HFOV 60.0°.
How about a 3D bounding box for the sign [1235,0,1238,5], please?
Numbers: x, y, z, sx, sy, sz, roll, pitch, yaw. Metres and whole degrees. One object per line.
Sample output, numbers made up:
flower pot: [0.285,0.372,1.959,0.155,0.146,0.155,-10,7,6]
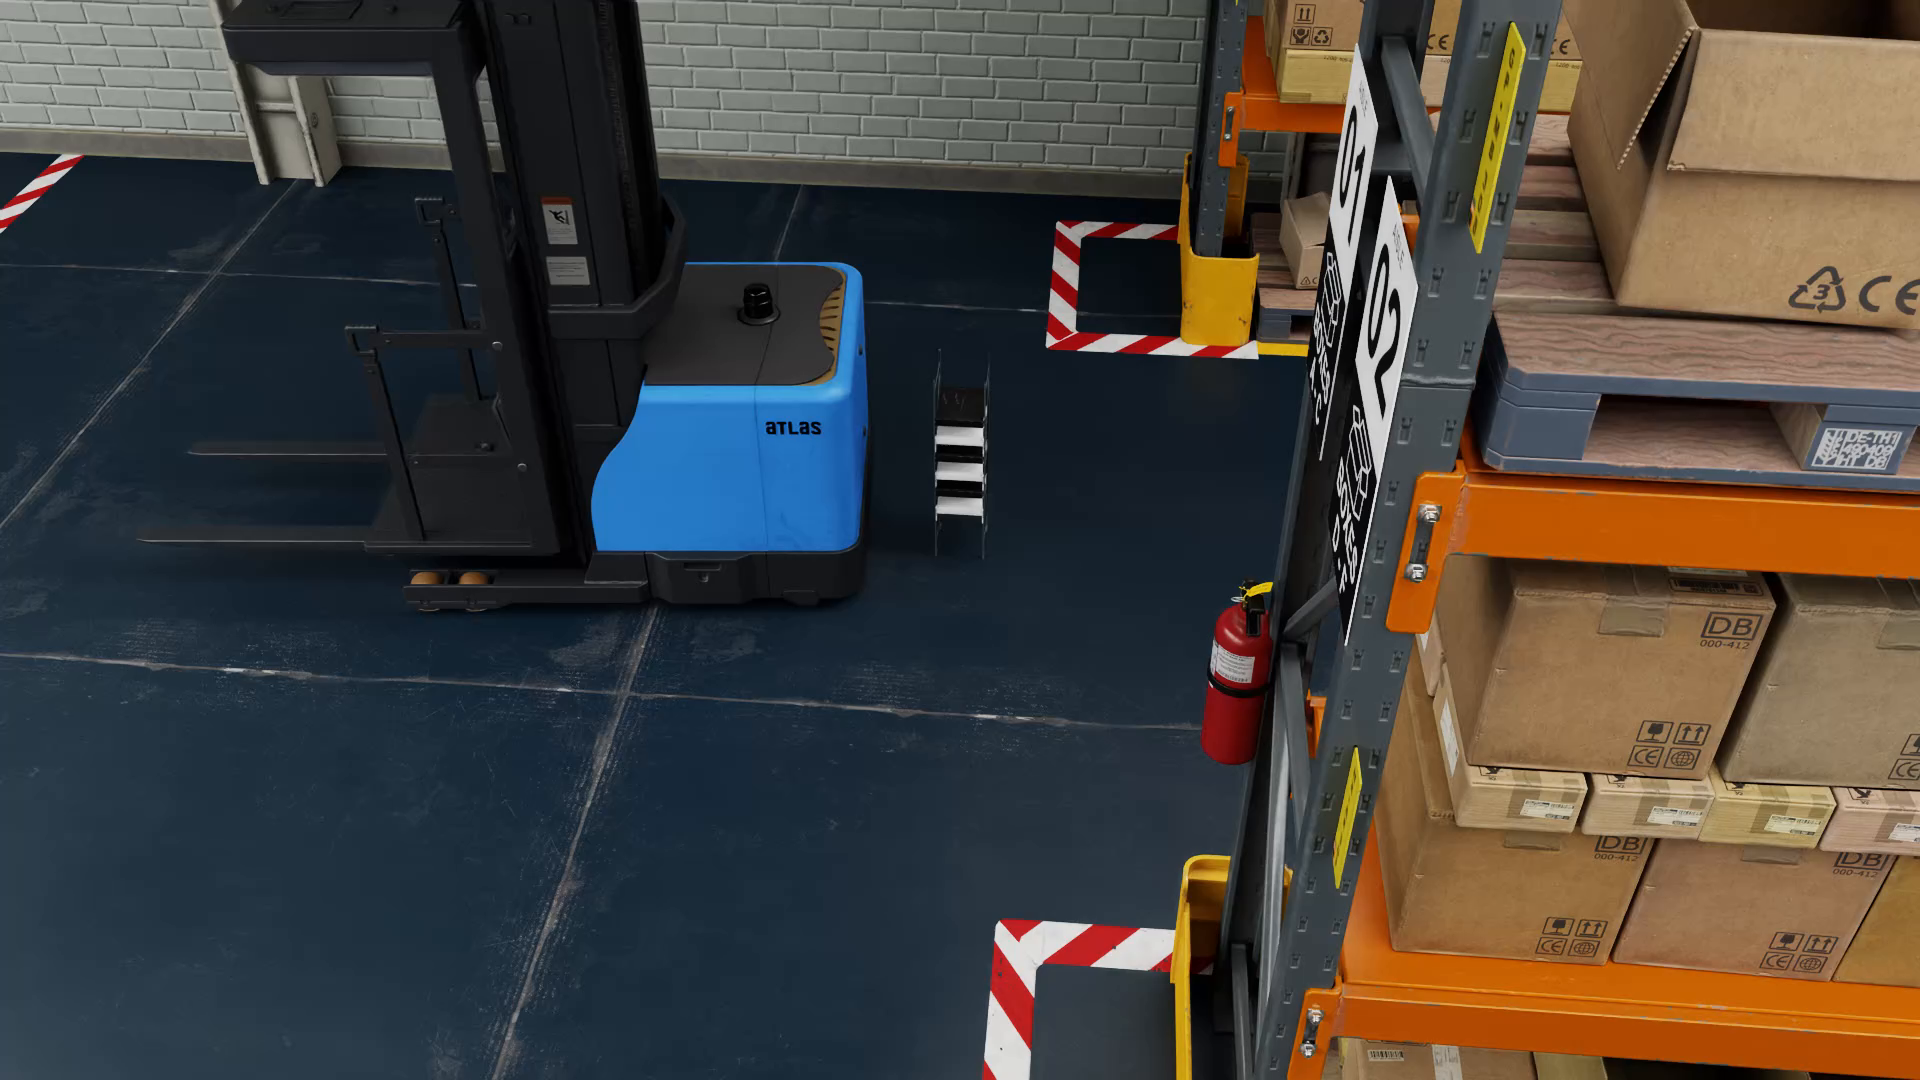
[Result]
sign: [1.226,-2.518,7.282,0.005,0.325,0.100,3,39,4]

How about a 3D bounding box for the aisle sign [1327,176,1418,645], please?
aisle sign: [0.757,-0.227,3.094,0.004,0.787,0.394,3,39,4]

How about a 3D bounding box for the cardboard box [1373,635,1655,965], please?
cardboard box: [1.313,0.587,4.074,0.500,0.500,0.700,3,39,4]

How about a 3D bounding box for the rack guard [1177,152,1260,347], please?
rack guard: [1.348,-1.550,8.758,0.348,0.500,1.175,3,39,4]

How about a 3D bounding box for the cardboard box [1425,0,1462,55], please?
cardboard box: [2.214,-2.516,7.474,0.500,0.500,0.500,3,39,4]

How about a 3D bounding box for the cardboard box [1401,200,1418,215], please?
cardboard box: [2.522,-1.526,8.530,0.500,0.311,0.500,6,40,8]

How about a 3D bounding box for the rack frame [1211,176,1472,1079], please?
rack frame: [0.849,0.592,4.147,0.127,3.000,1.000,3,39,4]

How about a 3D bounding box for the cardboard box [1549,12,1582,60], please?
cardboard box: [2.728,-2.484,7.434,0.500,0.500,0.500,2,39,2]

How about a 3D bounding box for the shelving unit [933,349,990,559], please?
shelving unit: [0.008,-0.349,6.965,0.210,0.900,0.258,3,39,4]

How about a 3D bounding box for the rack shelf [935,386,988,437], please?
rack shelf: [0.008,-0.532,6.816,0.200,0.077,0.258,3,39,4]

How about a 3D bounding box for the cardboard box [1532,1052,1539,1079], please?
cardboard box: [1.862,1.689,4.644,0.500,0.250,0.500,3,39,4]

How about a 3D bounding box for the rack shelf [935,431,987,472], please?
rack shelf: [0.008,-0.393,6.930,0.200,0.077,0.258,3,39,4]

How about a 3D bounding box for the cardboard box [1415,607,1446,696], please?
cardboard box: [1.246,0.203,4.032,0.250,0.149,0.380,3,39,3]

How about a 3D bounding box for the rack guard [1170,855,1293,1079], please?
rack guard: [0.825,1.560,4.937,0.348,0.500,1.175,3,39,4]

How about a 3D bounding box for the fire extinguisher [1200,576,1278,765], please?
fire extinguisher: [0.771,0.323,4.538,0.183,0.674,0.296,3,39,4]

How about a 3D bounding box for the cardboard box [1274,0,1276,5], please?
cardboard box: [1.761,-2.872,7.911,0.500,0.500,0.500,3,39,3]

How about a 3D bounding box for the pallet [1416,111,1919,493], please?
pallet: [1.551,-0.482,3.160,1.213,0.211,1.003,3,39,4]

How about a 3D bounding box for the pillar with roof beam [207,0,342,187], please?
pillar with roof beam: [-4.304,-2.976,3.777,0.400,9.000,9.100,3,39,4]

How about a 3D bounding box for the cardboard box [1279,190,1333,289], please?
cardboard box: [1.954,-1.557,8.569,0.500,0.311,0.500,-1,39,-1]

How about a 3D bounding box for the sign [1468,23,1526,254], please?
sign: [0.795,-0.592,2.470,0.005,0.325,0.100,3,39,4]

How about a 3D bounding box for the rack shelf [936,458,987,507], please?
rack shelf: [0.008,-0.253,7.043,0.200,0.077,0.258,3,39,4]

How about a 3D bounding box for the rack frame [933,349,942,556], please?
rack frame: [-0.093,-0.354,6.972,0.006,0.900,0.240,3,39,4]

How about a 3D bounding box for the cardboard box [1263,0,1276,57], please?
cardboard box: [1.755,-2.570,8.134,0.500,0.250,0.500,4,39,4]

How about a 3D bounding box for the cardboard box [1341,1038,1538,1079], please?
cardboard box: [1.364,1.665,4.674,0.500,0.250,0.500,3,39,4]

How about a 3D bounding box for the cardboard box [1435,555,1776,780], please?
cardboard box: [1.366,0.086,3.661,0.500,0.500,0.700,3,39,4]

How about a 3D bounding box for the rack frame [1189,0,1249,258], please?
rack frame: [1.273,-2.524,7.974,0.127,3.000,1.000,3,39,4]

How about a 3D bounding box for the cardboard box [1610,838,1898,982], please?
cardboard box: [1.836,0.612,4.043,0.500,0.500,0.700,4,39,5]

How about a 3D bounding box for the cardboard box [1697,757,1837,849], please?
cardboard box: [1.733,0.486,3.684,0.250,0.149,0.380,3,39,4]

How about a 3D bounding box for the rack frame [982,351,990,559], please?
rack frame: [0.109,-0.343,6.959,0.006,0.900,0.240,3,39,4]

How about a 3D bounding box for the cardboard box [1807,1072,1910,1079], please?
cardboard box: [2.362,1.419,4.382,0.500,0.500,0.500,3,39,4]

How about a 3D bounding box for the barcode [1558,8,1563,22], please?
barcode: [1.191,-1.083,3.369,0.075,0.075,0.001,3,39,4]

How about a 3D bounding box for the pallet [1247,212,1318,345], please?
pallet: [2.155,-1.372,8.768,1.213,0.211,1.003,3,39,4]

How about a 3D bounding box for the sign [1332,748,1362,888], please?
sign: [0.795,0.574,3.420,0.005,0.325,0.100,3,39,4]

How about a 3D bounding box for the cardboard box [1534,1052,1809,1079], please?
cardboard box: [1.862,1.400,4.406,0.500,0.500,0.500,3,39,4]

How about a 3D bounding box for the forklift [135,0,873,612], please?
forklift: [-1.913,-1.175,6.372,3.031,2.935,1.130,0,39,0]

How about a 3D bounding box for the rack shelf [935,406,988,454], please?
rack shelf: [0.008,-0.462,6.873,0.200,0.077,0.258,3,39,4]

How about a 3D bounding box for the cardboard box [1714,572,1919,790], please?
cardboard box: [1.890,0.112,3.630,0.500,0.500,0.700,2,39,3]

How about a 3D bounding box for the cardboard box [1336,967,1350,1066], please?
cardboard box: [1.409,1.339,5.075,0.500,0.250,0.500,3,39,4]

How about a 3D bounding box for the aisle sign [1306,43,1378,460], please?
aisle sign: [0.809,-0.605,3.557,0.004,0.787,0.394,3,39,4]

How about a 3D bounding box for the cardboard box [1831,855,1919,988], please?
cardboard box: [2.331,0.643,4.005,0.500,0.500,0.700,3,39,4]

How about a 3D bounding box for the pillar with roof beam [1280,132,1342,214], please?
pillar with roof beam: [1.673,-2.649,3.376,0.400,9.000,9.100,3,39,4]

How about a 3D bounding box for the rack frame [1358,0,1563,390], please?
rack frame: [0.849,-1.735,2.253,0.127,3.000,1.000,3,39,4]

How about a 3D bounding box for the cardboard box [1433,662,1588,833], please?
cardboard box: [1.221,0.458,3.718,0.250,0.149,0.380,3,39,4]

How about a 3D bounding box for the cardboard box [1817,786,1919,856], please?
cardboard box: [1.984,0.501,3.666,0.250,0.149,0.380,3,39,3]

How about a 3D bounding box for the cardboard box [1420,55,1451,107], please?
cardboard box: [2.250,-2.228,7.714,0.500,0.250,0.500,2,39,2]

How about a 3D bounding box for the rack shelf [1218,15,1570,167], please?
rack shelf: [3.265,-2.136,8.068,4.000,0.370,1.077,3,39,4]

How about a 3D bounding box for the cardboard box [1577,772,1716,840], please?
cardboard box: [1.485,0.471,3.702,0.250,0.149,0.380,2,39,3]

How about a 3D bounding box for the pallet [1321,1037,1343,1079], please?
pallet: [1.614,1.689,5.008,1.213,0.211,1.003,3,39,4]

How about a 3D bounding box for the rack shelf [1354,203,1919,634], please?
rack shelf: [2.841,-0.183,3.293,4.000,0.370,1.077,3,39,4]

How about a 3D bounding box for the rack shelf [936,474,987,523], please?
rack shelf: [0.008,-0.183,7.100,0.200,0.077,0.258,3,39,4]

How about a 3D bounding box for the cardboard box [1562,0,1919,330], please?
cardboard box: [1.421,-0.795,2.949,0.637,0.503,0.797,6,39,7]

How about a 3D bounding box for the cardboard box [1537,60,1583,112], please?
cardboard box: [2.757,-2.196,7.675,0.500,0.250,0.500,3,39,3]

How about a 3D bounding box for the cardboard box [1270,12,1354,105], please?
cardboard box: [1.731,-2.247,7.738,0.500,0.250,0.500,2,39,3]

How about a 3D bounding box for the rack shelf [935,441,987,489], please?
rack shelf: [0.008,-0.323,6.986,0.200,0.077,0.258,3,39,4]

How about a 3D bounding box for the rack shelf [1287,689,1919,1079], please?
rack shelf: [2.841,0.980,4.240,4.000,0.370,1.077,3,39,4]

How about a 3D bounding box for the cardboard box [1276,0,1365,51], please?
cardboard box: [1.722,-2.549,7.515,0.500,0.500,0.500,3,39,4]
